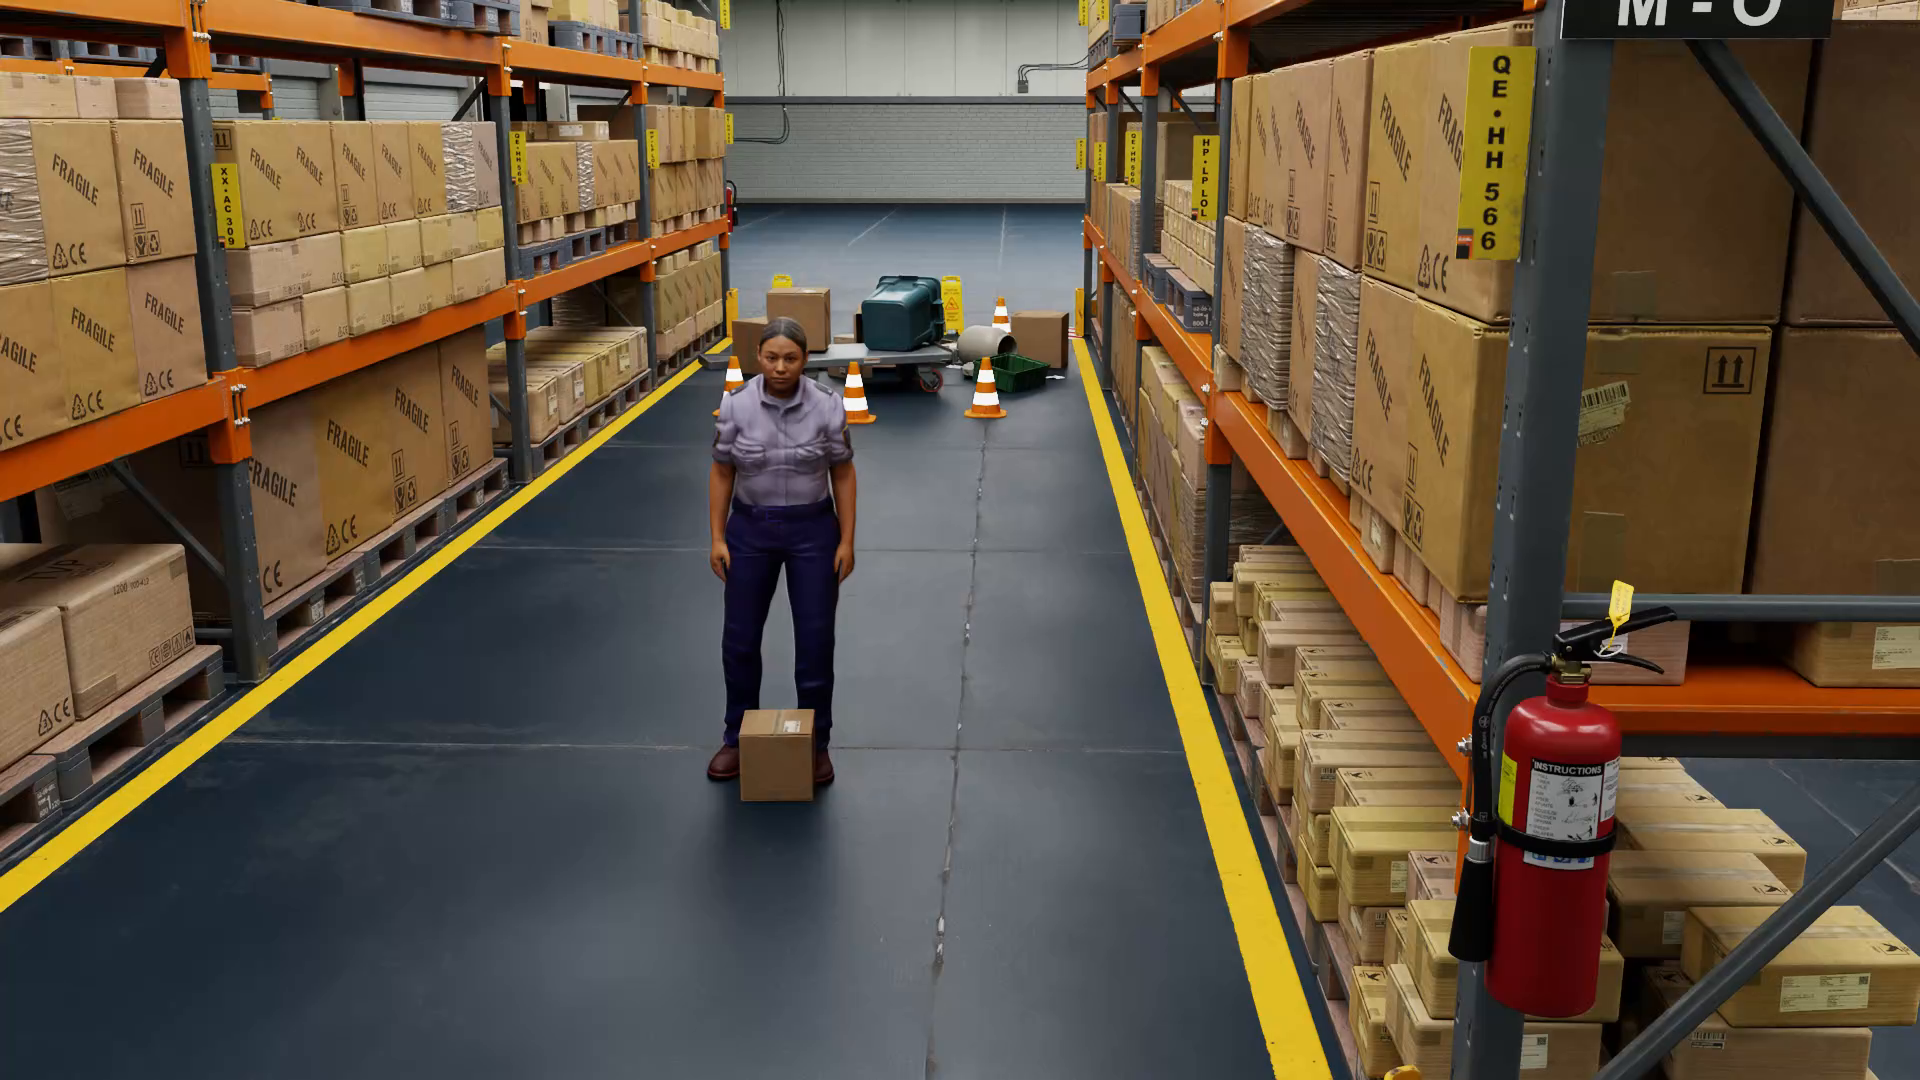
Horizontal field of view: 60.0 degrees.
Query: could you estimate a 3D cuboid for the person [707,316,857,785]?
[{"bbox_3d":[-0.641,0.029,5.904,0.551,1.650,0.425,0,14,-1],"label":"person"}]
